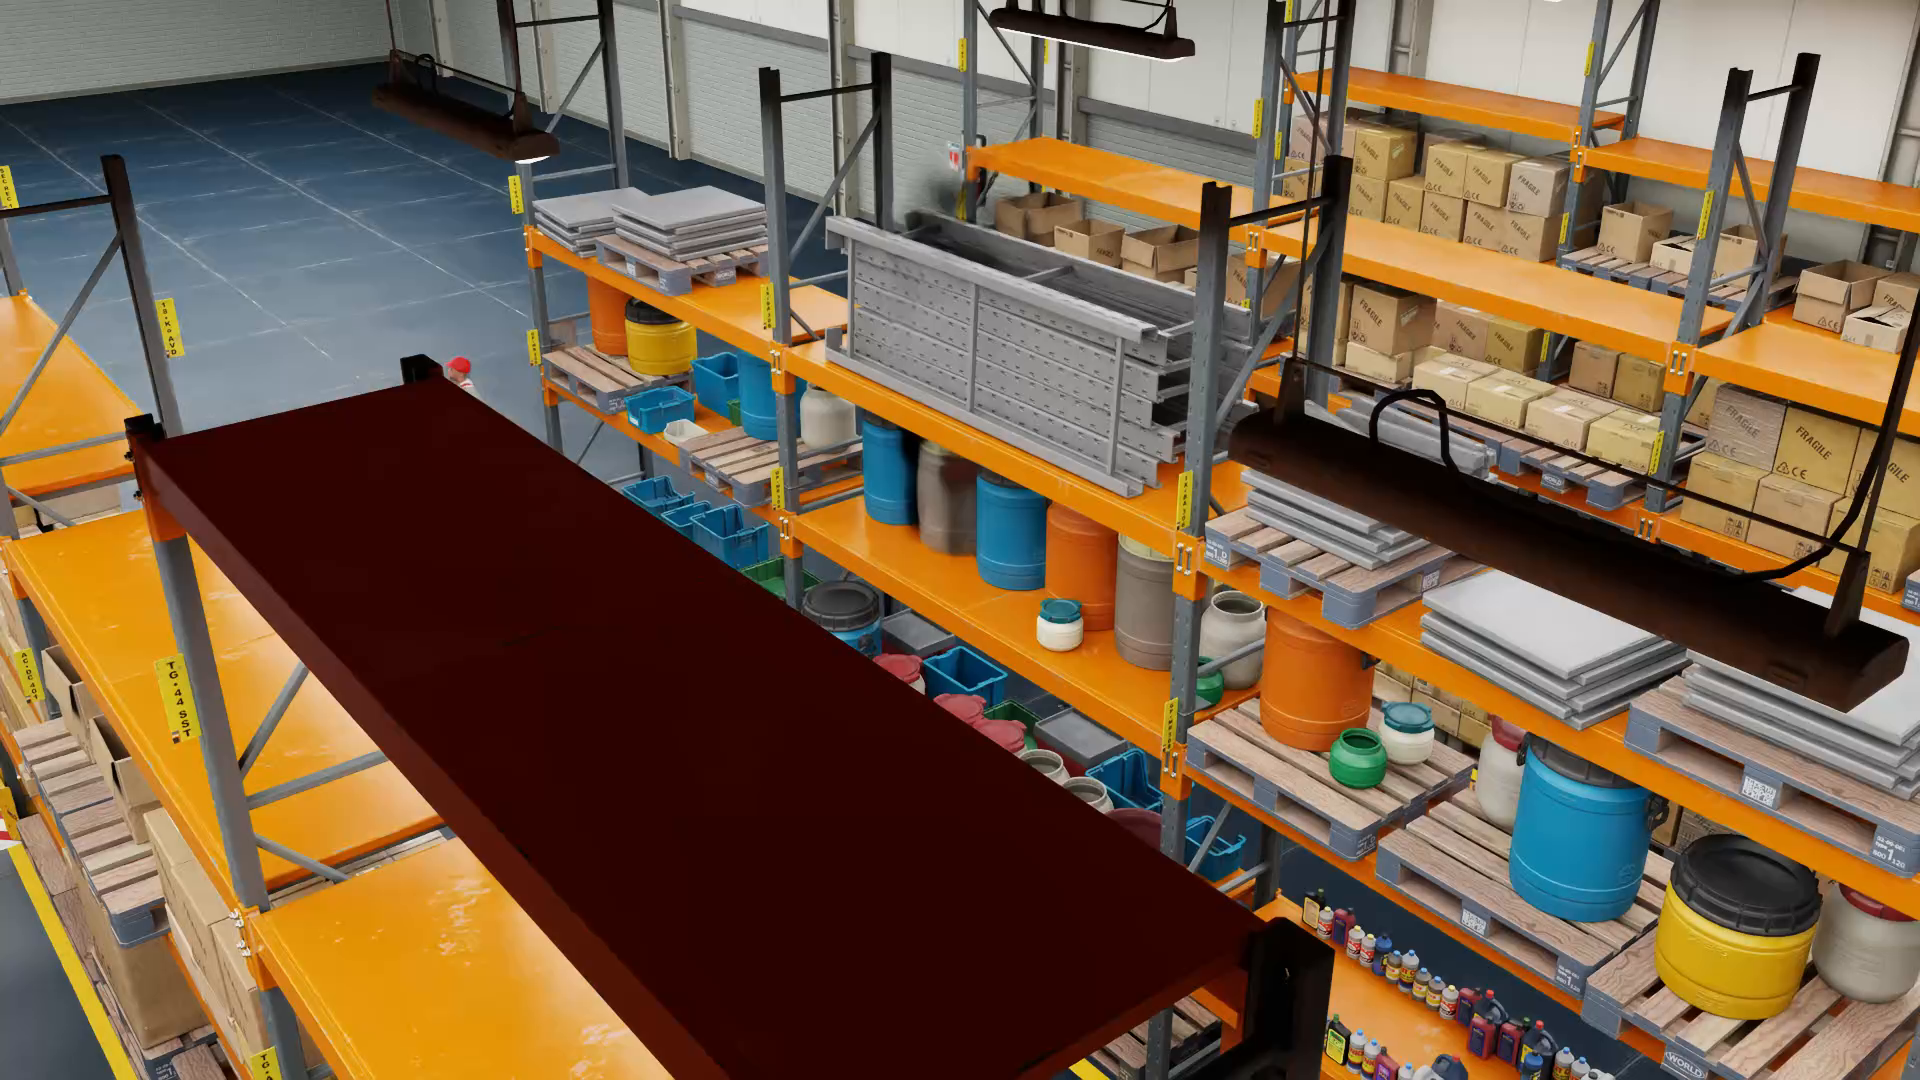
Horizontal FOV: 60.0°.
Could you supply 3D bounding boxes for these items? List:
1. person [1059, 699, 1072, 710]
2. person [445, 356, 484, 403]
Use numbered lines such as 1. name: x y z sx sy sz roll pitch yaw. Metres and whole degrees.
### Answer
1. person: 1.080 0.993 13.575 0.558 1.735 0.696 23 34 39
2. person: -5.588 -1.185 18.676 0.690 1.807 0.635 -6 27 -13
